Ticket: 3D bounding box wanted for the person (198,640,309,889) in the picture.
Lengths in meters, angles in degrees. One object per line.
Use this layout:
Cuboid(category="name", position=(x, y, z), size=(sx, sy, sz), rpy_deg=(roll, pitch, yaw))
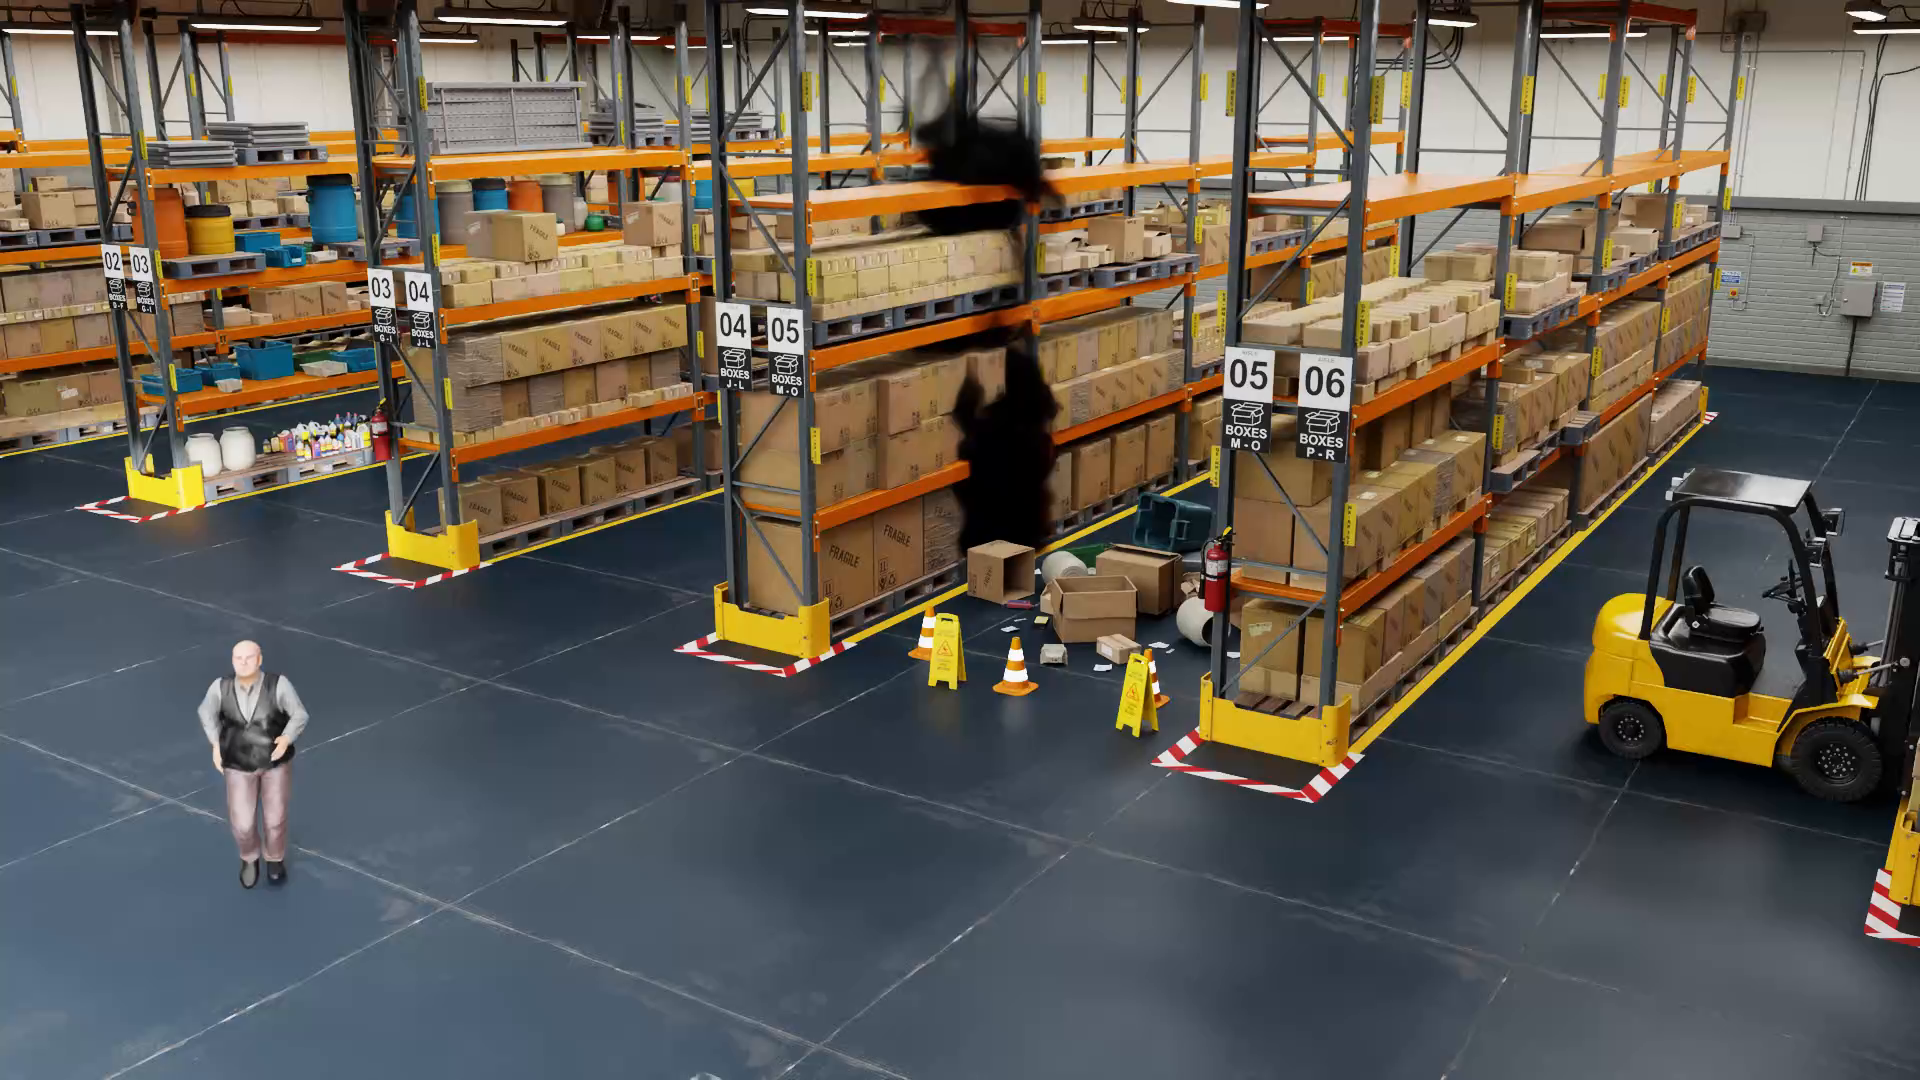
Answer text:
Cuboid(category="person", position=(-4.538, 1.470, 10.765), size=(0.661, 1.701, 0.656), rpy_deg=(-6, 17, -21))
